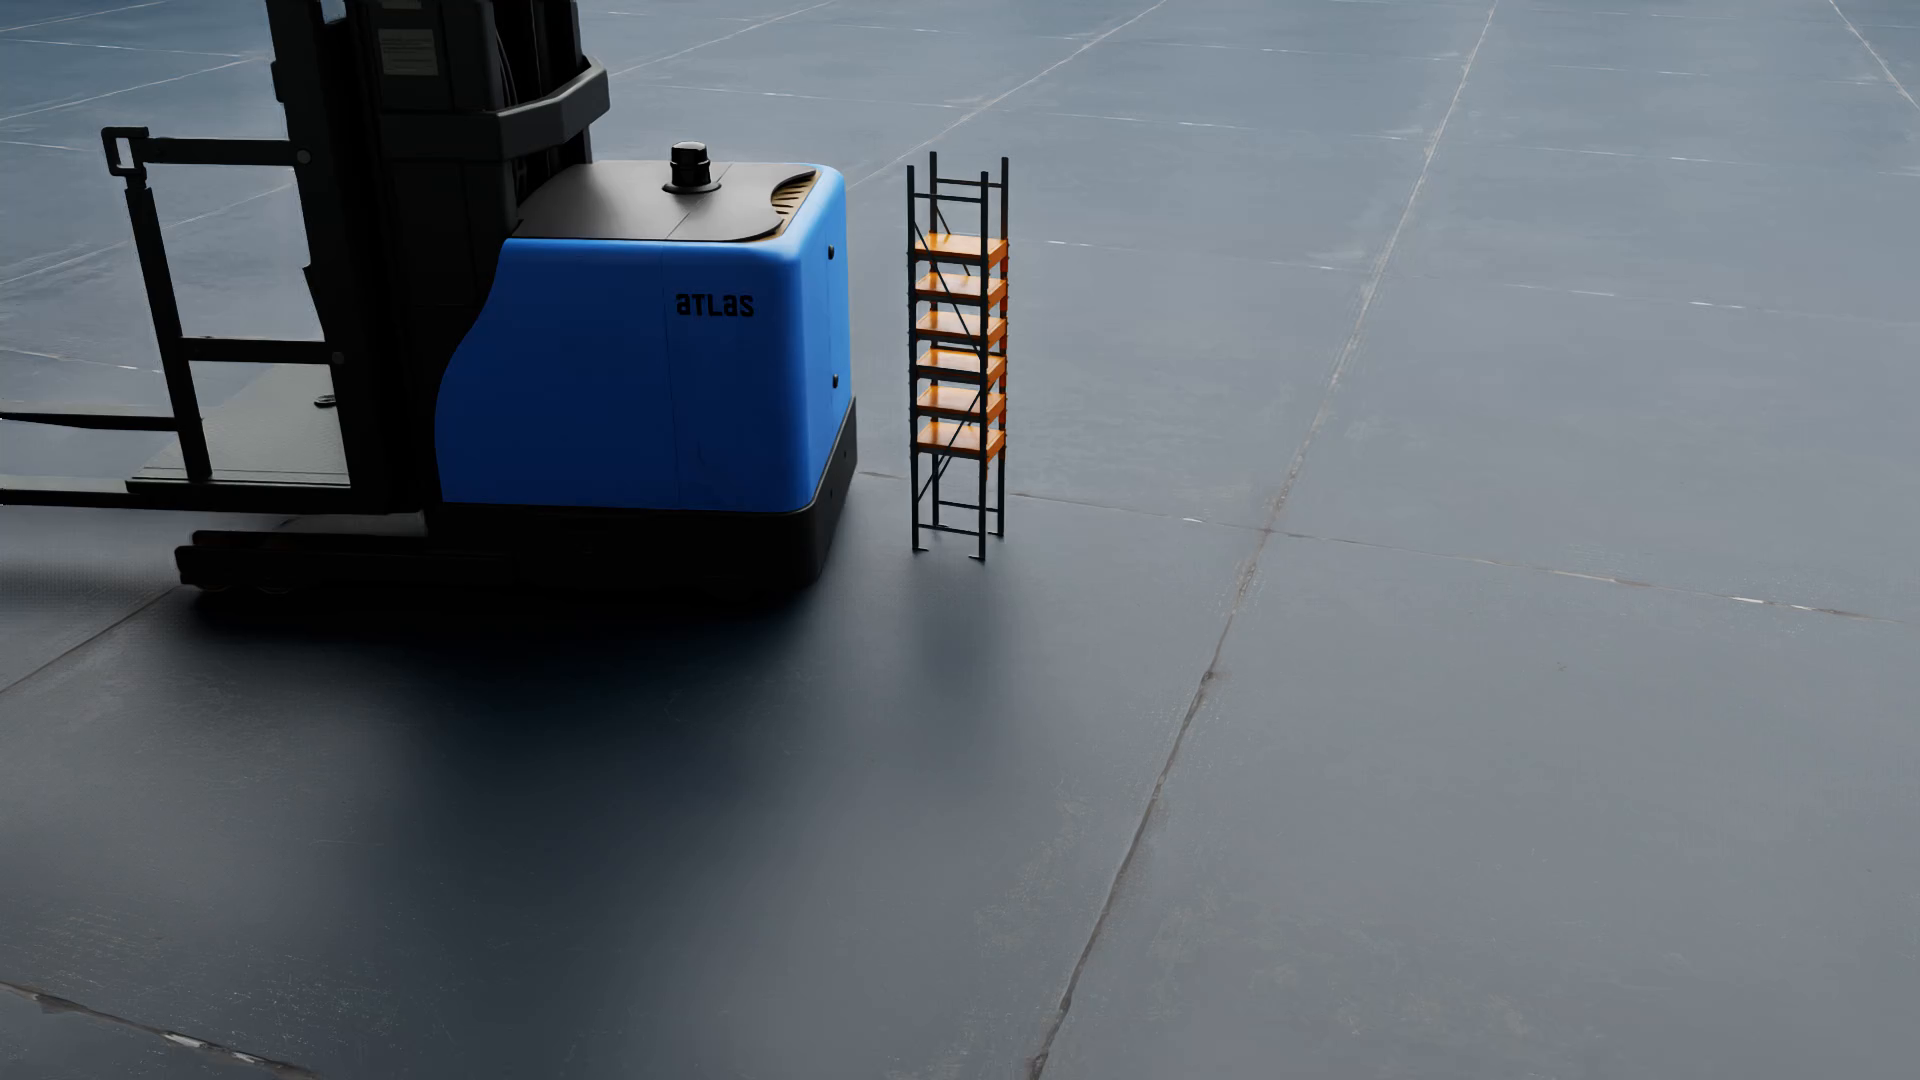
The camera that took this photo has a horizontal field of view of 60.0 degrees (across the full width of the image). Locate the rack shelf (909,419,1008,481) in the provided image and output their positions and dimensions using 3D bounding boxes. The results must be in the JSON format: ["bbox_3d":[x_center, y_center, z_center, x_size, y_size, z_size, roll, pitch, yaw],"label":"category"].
[{"bbox_3d":[-0.005,-0.278,5.100,0.258,0.103,0.180,9,27,17],"label":"rack shelf"}]

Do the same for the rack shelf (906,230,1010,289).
[{"bbox_3d":[-0.005,-0.818,4.839,0.258,0.103,0.180,9,27,17],"label":"rack shelf"}]

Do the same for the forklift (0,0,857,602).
[{"bbox_3d":[-1.891,-1.384,4.746,3.031,2.935,1.130,2,26,4],"label":"forklift"}]

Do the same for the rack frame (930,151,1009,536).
[{"bbox_3d":[0.026,-0.572,5.054,0.240,1.200,0.006,9,27,17],"label":"rack frame"}]

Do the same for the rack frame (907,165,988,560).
[{"bbox_3d":[-0.035,-0.496,4.899,0.240,1.200,0.006,9,27,17],"label":"rack frame"}]

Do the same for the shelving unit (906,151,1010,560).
[{"bbox_3d":[-0.005,-0.534,4.976,0.258,1.200,0.189,9,27,17],"label":"shelving unit"}]

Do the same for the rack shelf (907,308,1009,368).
[{"bbox_3d":[-0.005,-0.602,4.943,0.258,0.103,0.180,9,27,17],"label":"rack shelf"}]

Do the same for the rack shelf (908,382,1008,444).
[{"bbox_3d":[-0.005,-0.386,5.048,0.258,0.103,0.180,9,27,17],"label":"rack shelf"}]

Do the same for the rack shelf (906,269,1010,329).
[{"bbox_3d":[-0.005,-0.710,4.891,0.258,0.103,0.180,9,27,17],"label":"rack shelf"}]

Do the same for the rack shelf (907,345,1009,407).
[{"bbox_3d":[-0.005,-0.494,4.996,0.258,0.103,0.180,9,27,17],"label":"rack shelf"}]
